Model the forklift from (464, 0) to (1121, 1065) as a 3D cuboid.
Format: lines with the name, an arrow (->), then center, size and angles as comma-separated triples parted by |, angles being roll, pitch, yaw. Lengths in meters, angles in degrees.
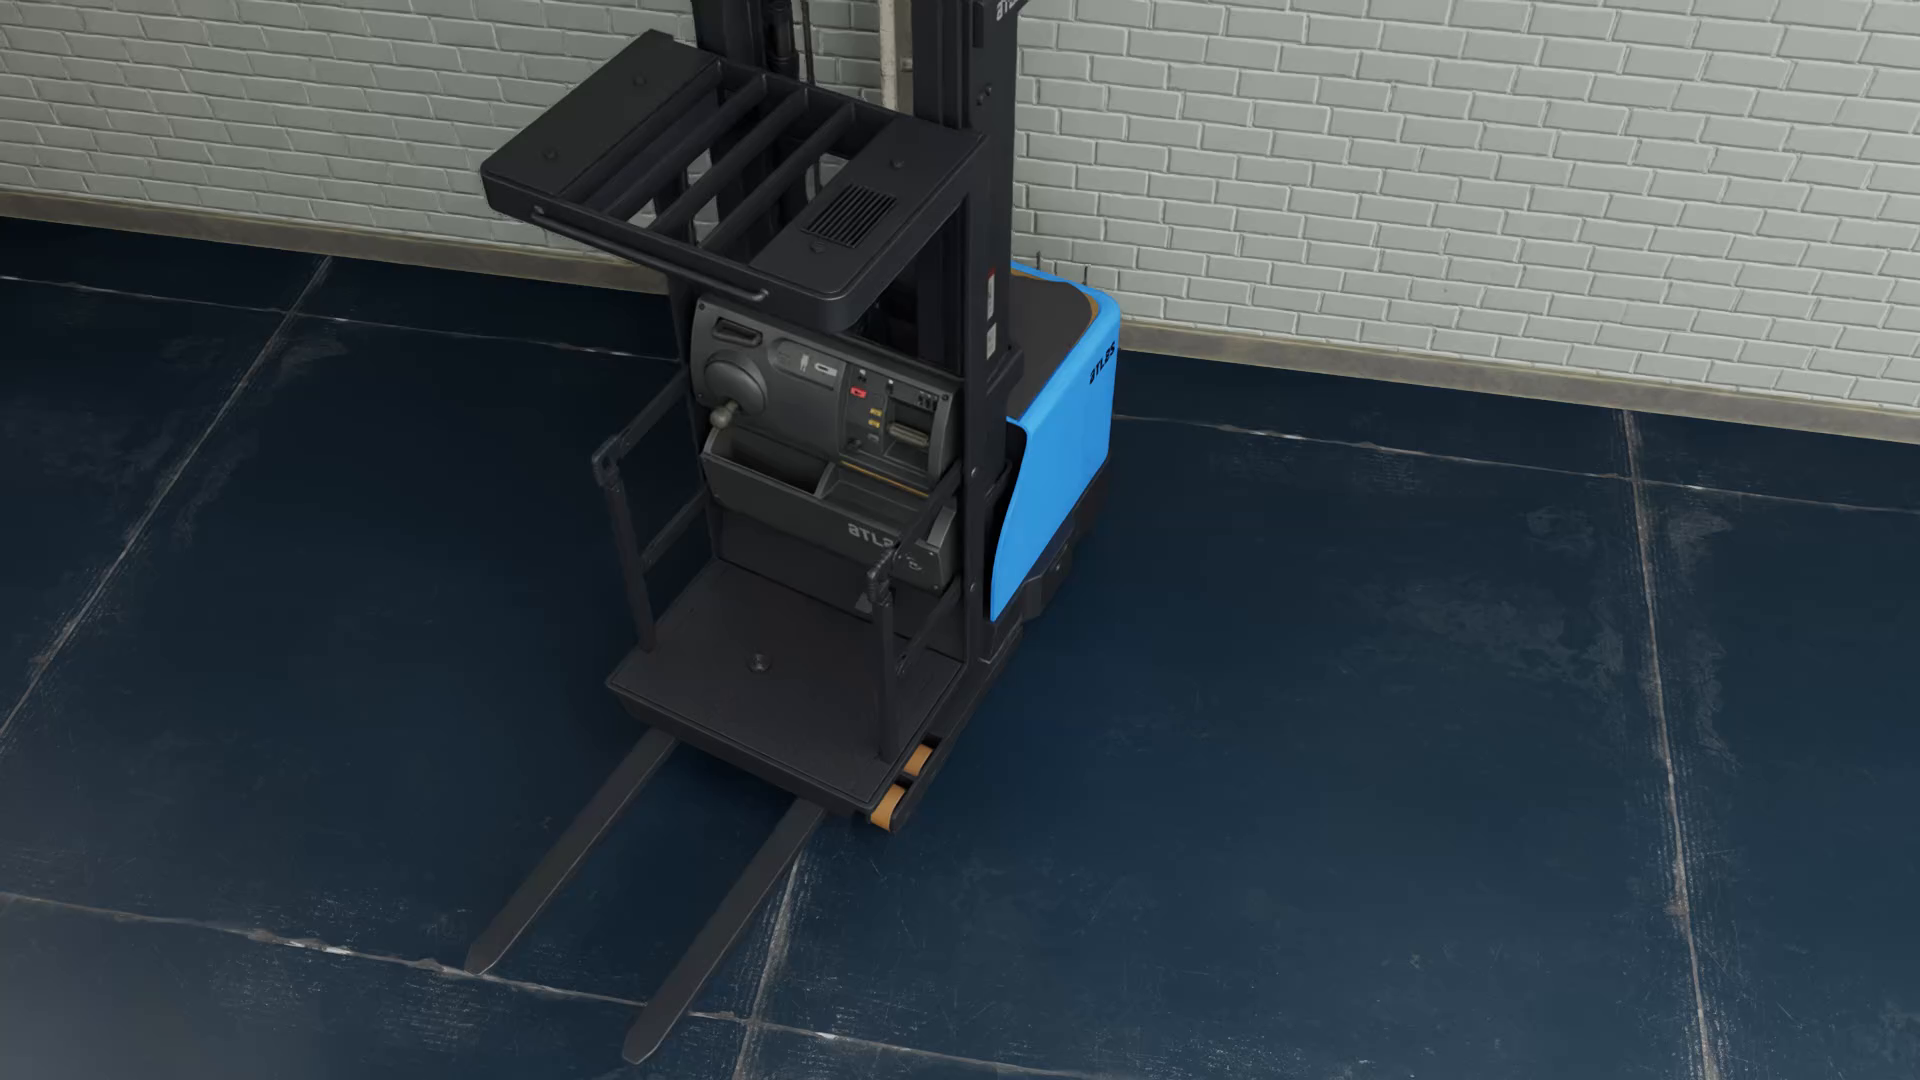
forklift -> -0.542, -0.358, 5.073 | 1.130, 2.935, 3.031 | 22, 52, 19

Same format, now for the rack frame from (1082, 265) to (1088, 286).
rack frame -> 0.440, -0.688, 6.735 | 0.006, 0.900, 0.240 | 21, 51, 18

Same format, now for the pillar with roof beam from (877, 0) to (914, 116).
pillar with roof beam -> -0.847, -0.735, 1.333 | 0.400, 9.000, 9.100 | 8, 49, 7

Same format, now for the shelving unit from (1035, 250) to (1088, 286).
shelving unit -> 0.350, -0.723, 6.767 | 0.210, 0.900, 0.258 | 21, 51, 18

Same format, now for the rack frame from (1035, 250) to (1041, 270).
rack frame -> 0.260, -0.758, 6.798 | 0.006, 0.900, 0.240 | 21, 51, 18
